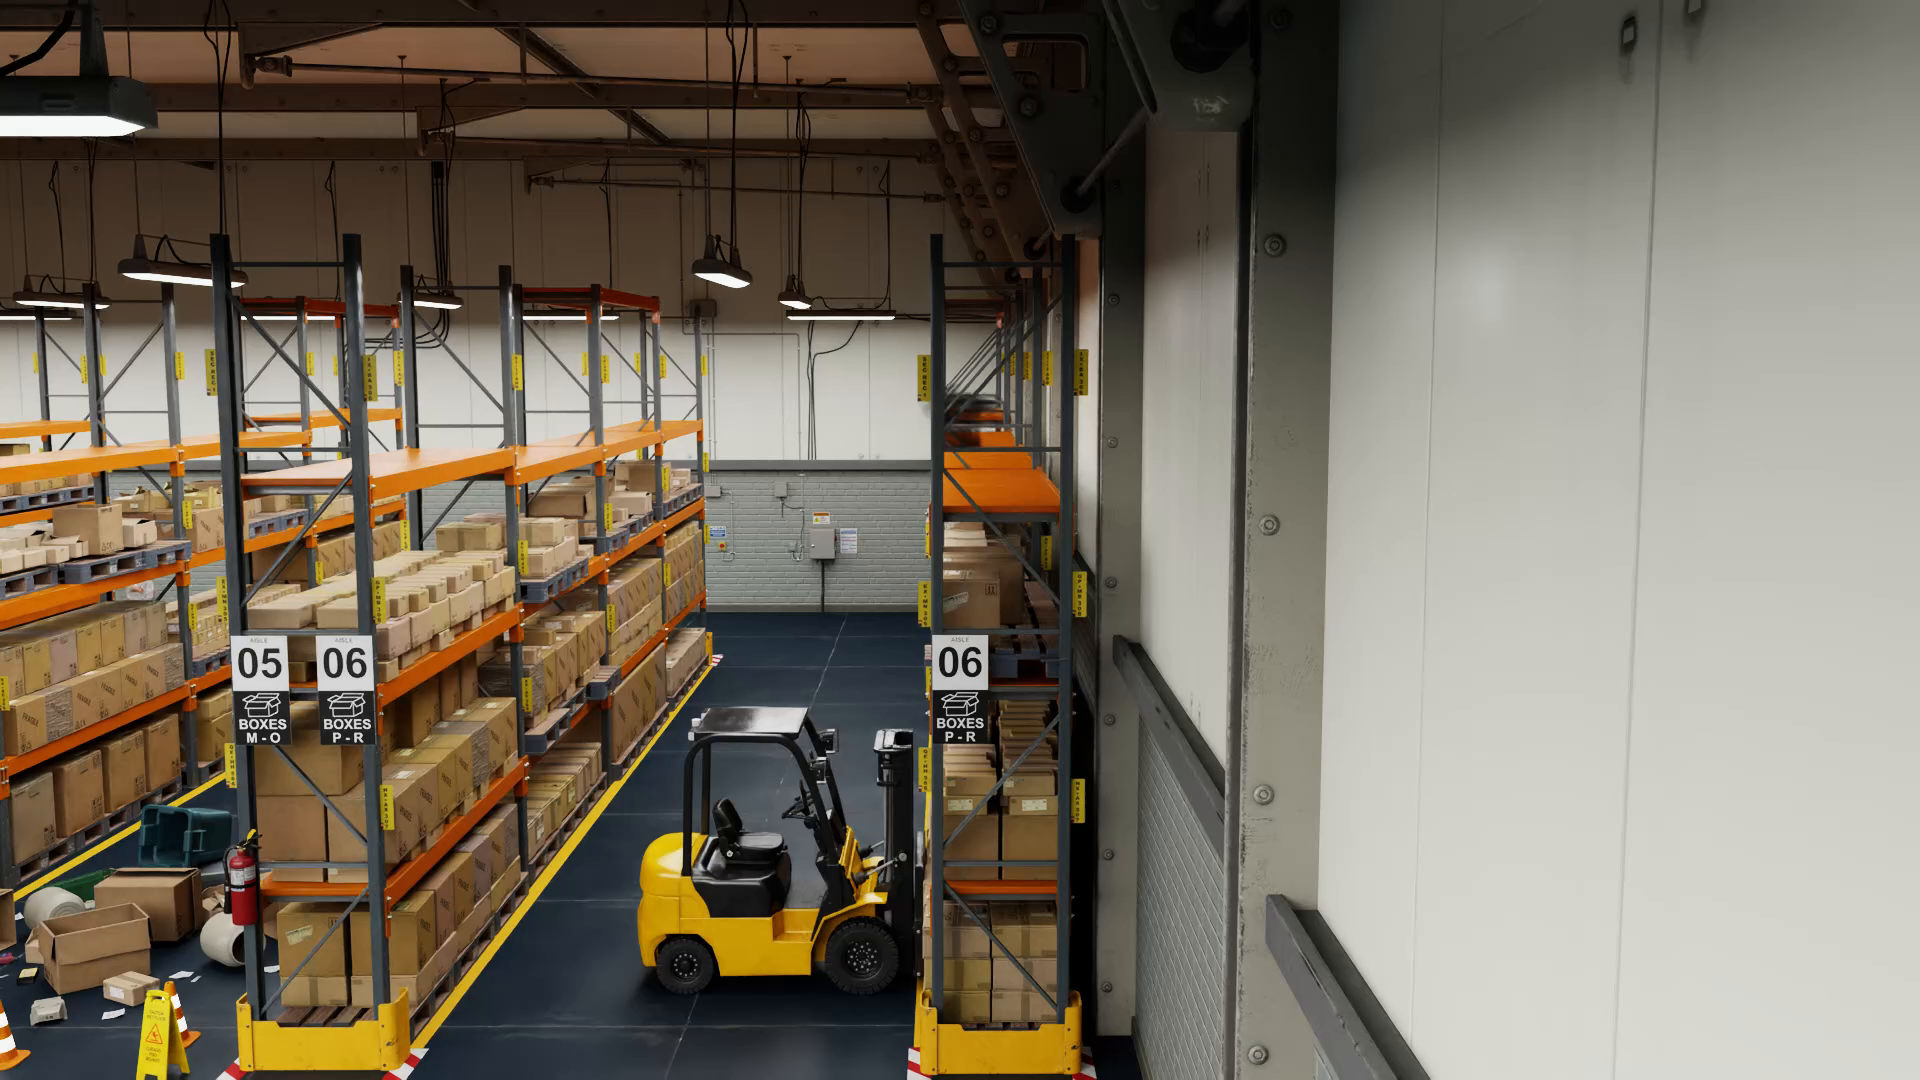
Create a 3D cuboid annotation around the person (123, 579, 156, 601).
[{"bbox_3d":[-14.527,1.042,29.411,0.961,1.775,0.632,5,8,35],"label":"person"}]
